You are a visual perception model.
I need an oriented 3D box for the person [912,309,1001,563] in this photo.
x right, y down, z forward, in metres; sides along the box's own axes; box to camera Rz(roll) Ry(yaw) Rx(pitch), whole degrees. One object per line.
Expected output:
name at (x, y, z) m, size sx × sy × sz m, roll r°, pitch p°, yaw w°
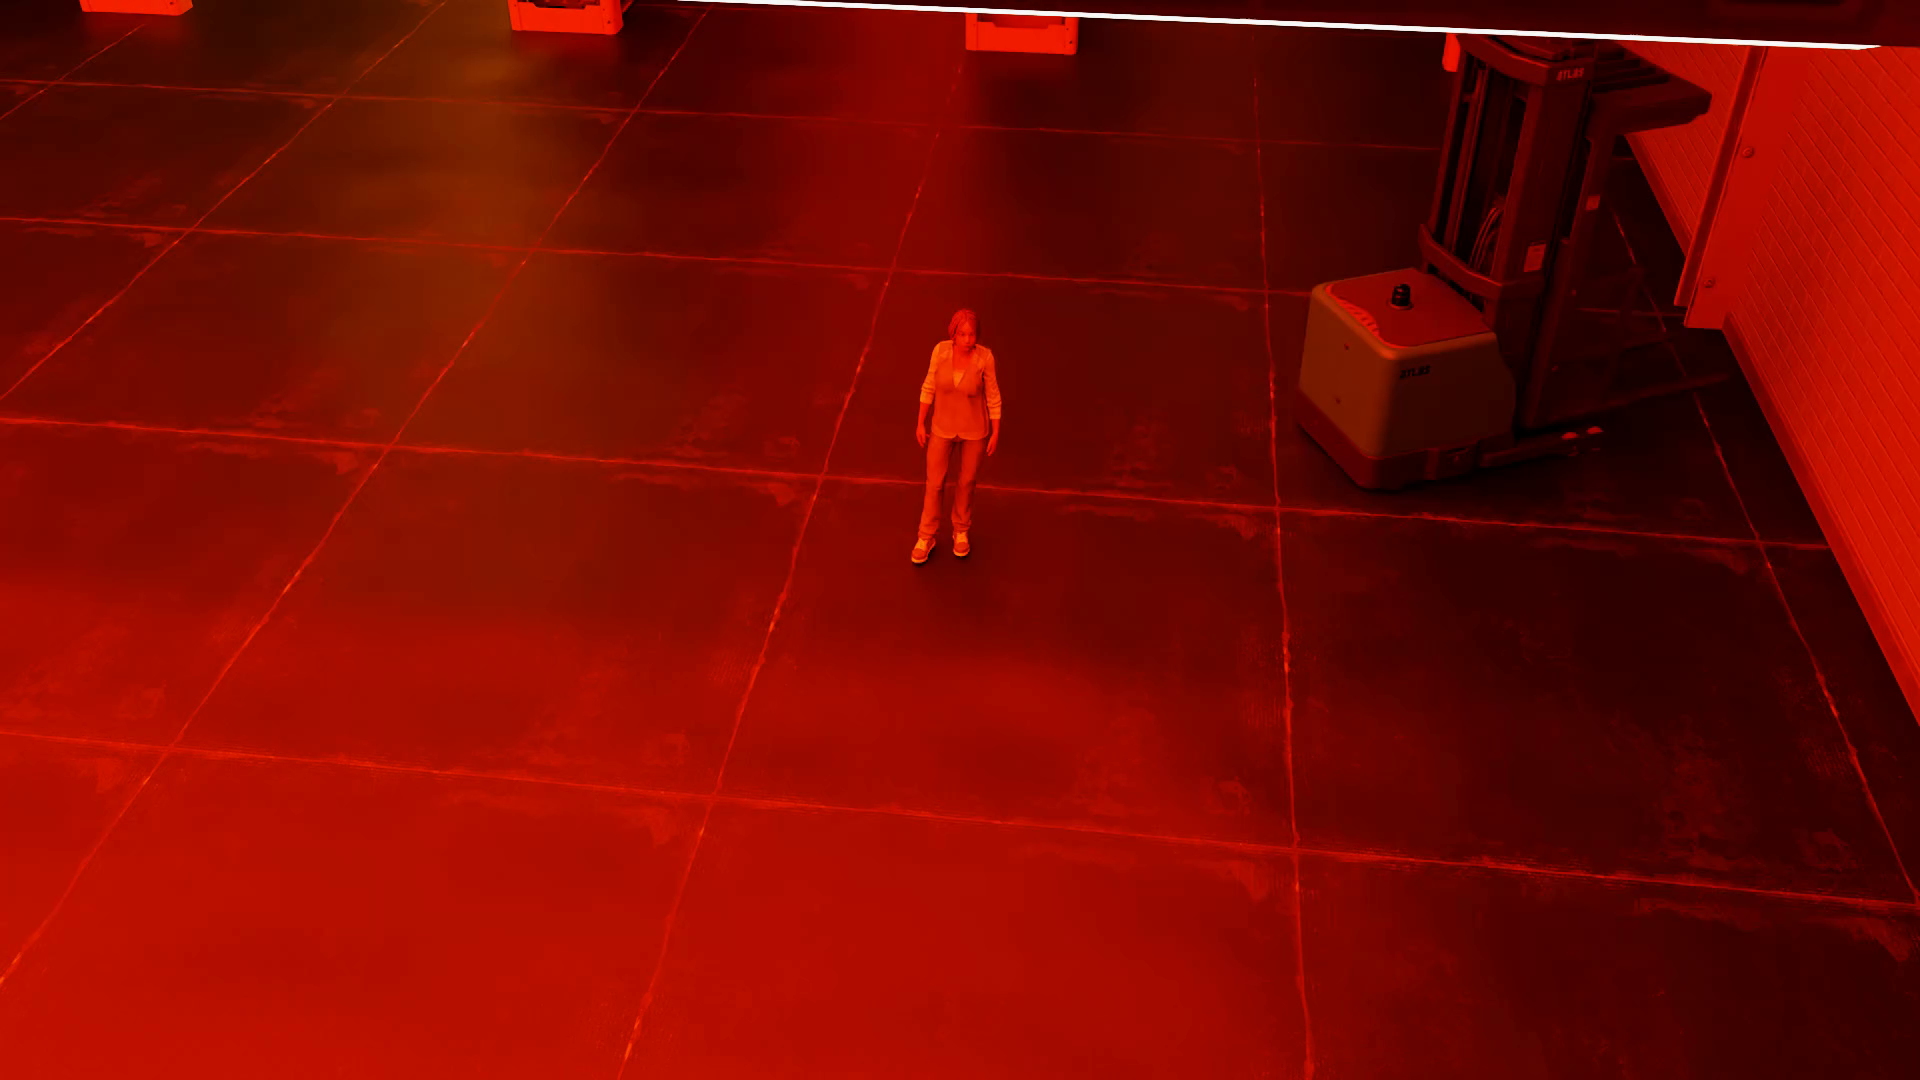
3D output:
person at (-0.023, -0.603, 9.965) m, size 0.520 × 1.592 × 0.473 m, roll 4°, pitch 37°, yaw 6°

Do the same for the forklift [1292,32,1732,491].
forklift at (3.880, -2.027, 10.780) m, size 3.031 × 2.935 × 1.130 m, roll -12°, pitch 38°, yaw -16°
